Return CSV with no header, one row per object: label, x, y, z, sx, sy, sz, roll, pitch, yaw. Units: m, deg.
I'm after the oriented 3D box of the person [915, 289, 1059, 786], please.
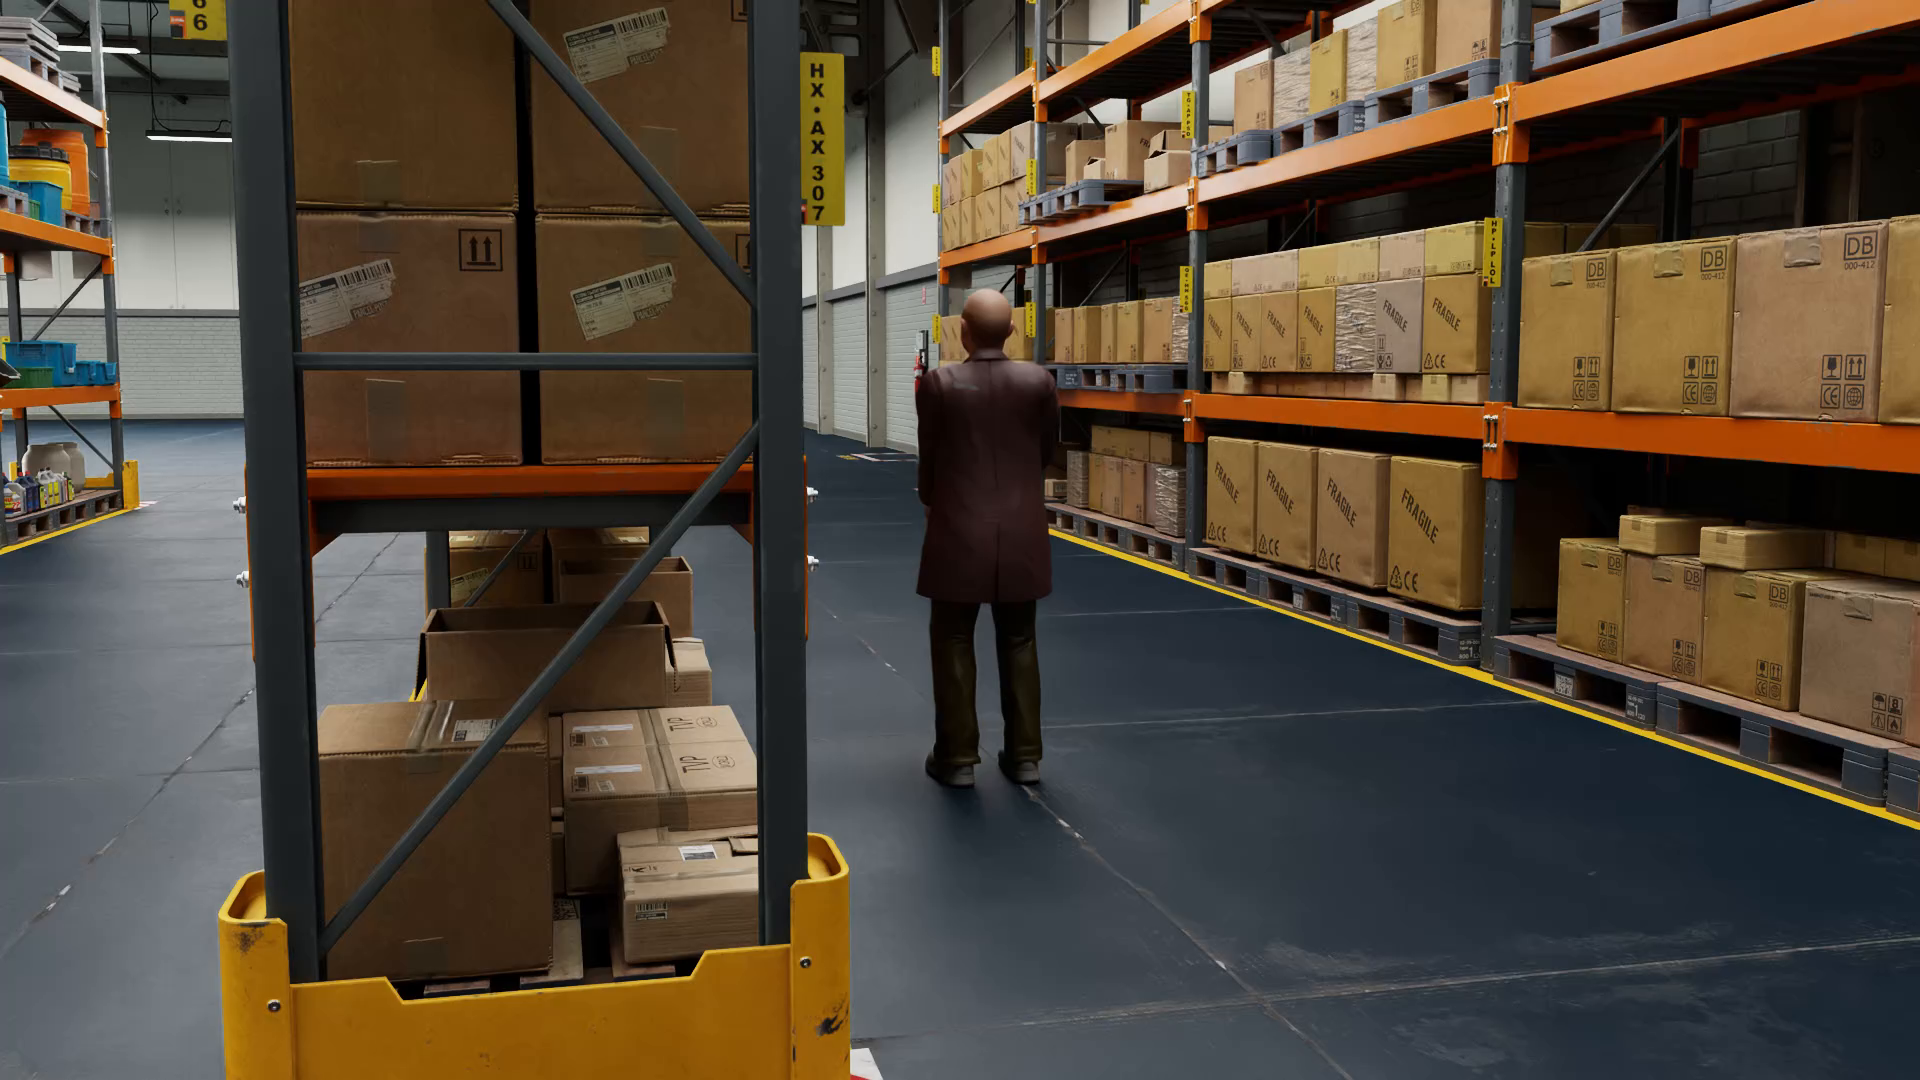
person,0.070,-0.019,6.092,0.529,1.772,0.552,-1,6,-13
